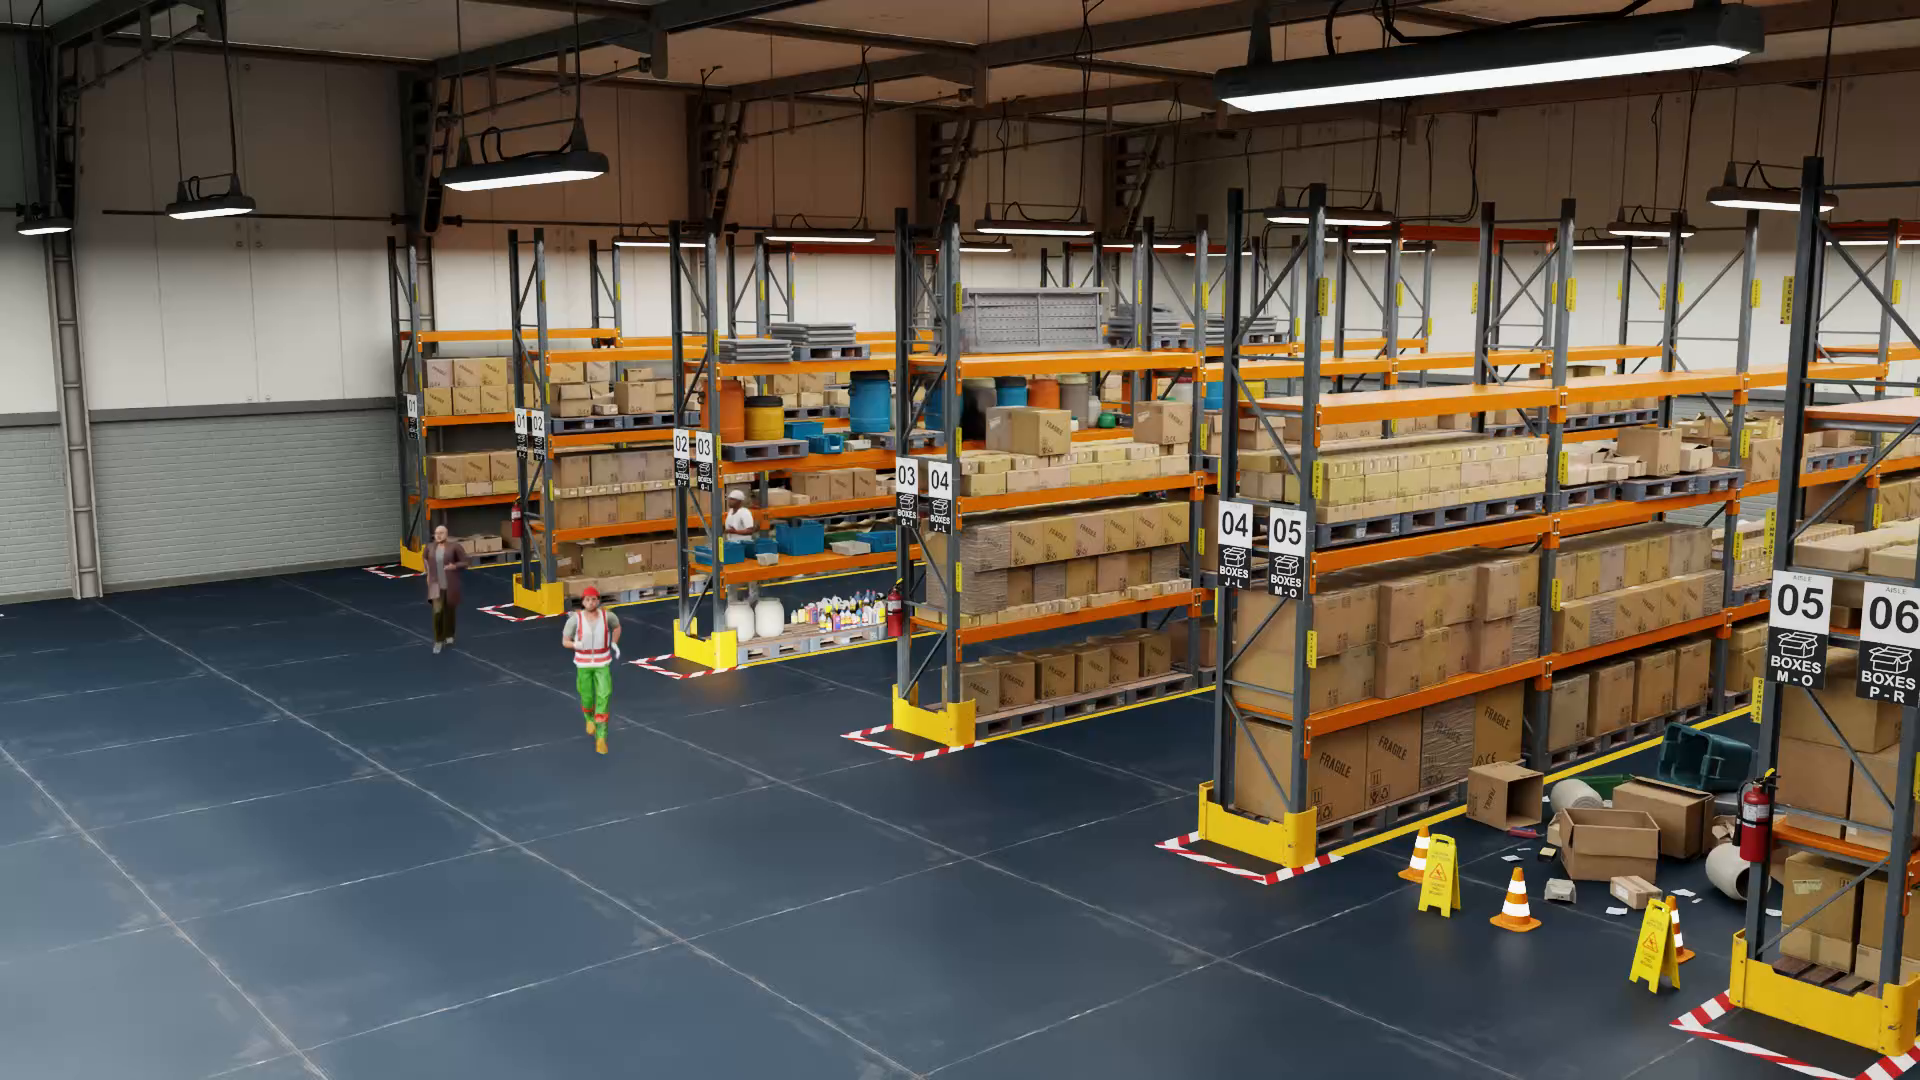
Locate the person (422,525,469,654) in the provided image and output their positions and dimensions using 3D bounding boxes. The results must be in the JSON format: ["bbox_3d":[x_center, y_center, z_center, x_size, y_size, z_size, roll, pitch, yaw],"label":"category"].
[{"bbox_3d":[-7.276,0.705,23.526,0.666,1.847,0.825,-1,9,-10],"label":"person"}]

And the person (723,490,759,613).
[{"bbox_3d":[-3.343,0.182,25.176,0.654,1.889,0.733,8,12,43],"label":"person"}]

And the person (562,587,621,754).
[{"bbox_3d":[-4.102,1.405,18.583,0.647,1.787,0.968,-2,9,-13],"label":"person"}]

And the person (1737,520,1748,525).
[{"bbox_3d":[11.806,0.501,24.951,0.687,1.692,1.031,7,11,38],"label":"person"}]
